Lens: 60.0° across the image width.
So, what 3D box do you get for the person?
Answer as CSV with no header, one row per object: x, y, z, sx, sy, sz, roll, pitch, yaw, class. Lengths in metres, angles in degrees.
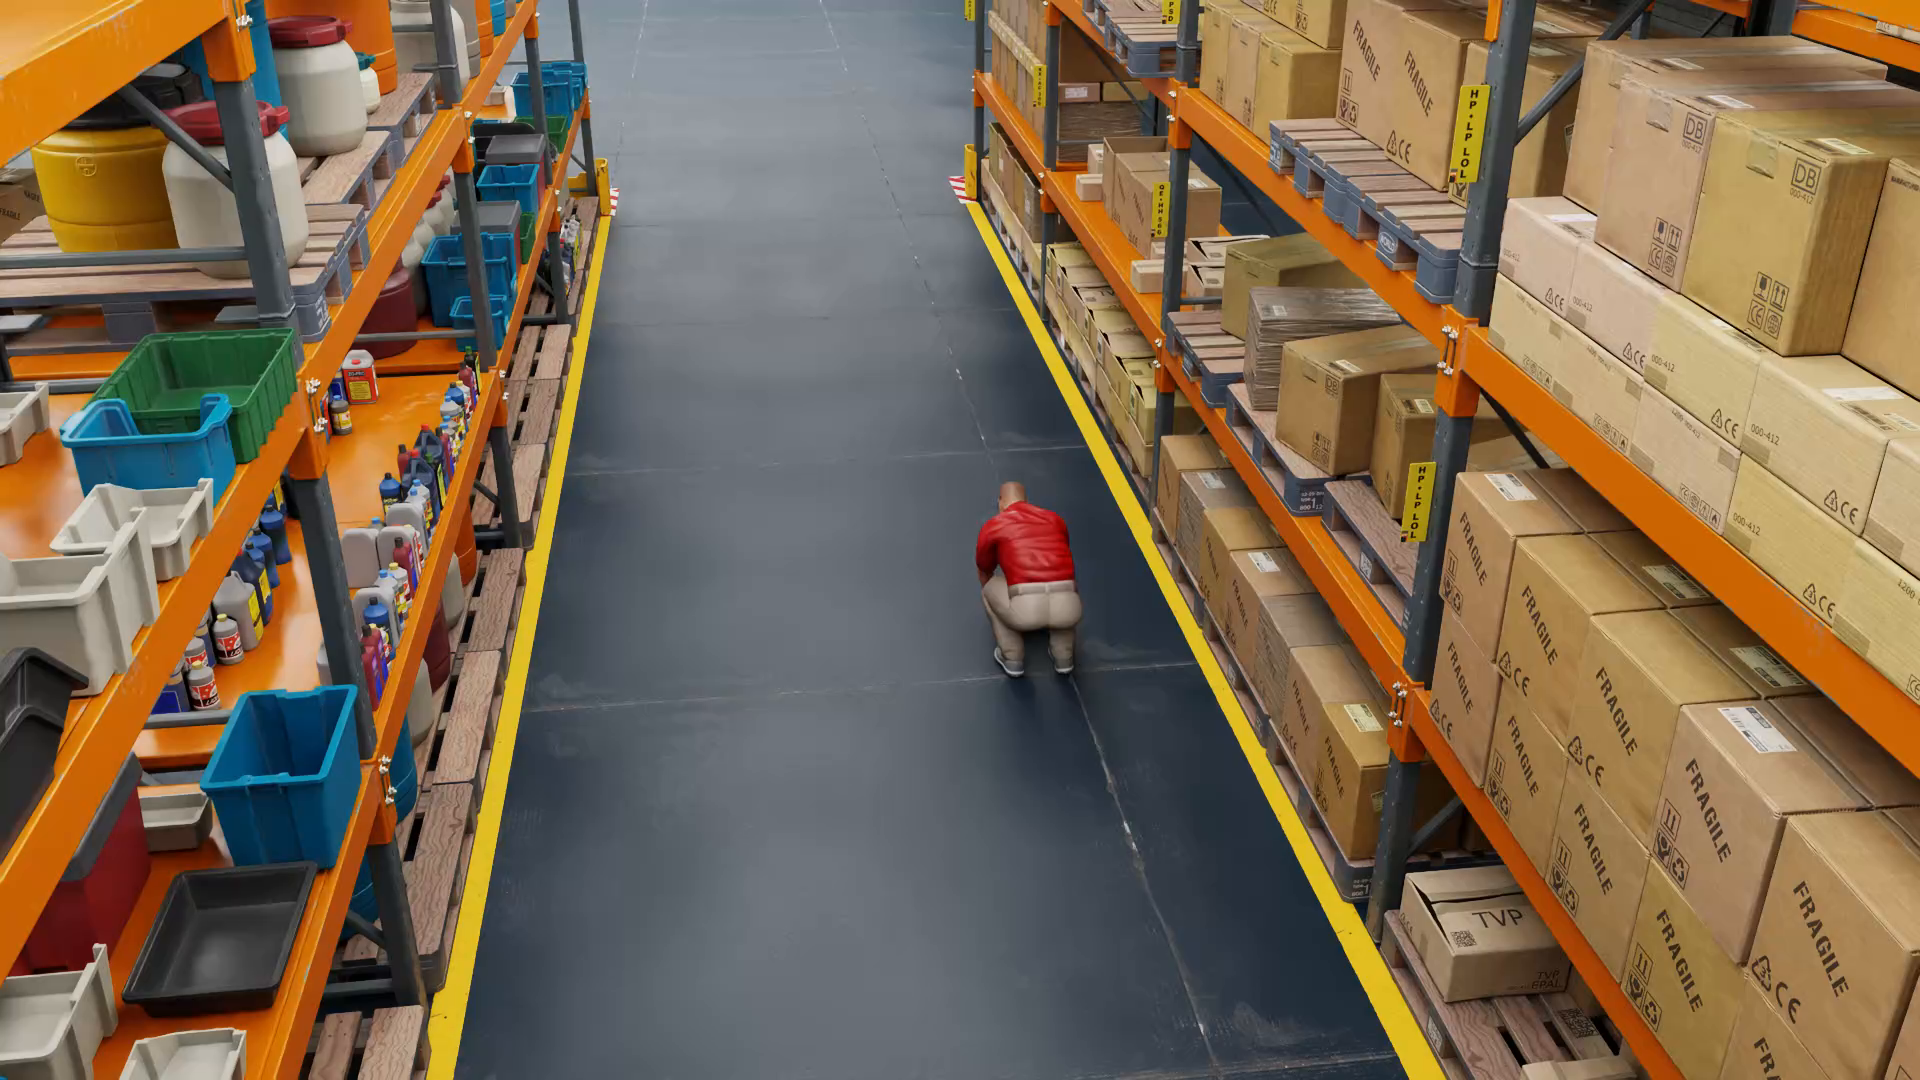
0.383,0.227,9.133,0.561,0.882,0.879,-3,27,-6,person
